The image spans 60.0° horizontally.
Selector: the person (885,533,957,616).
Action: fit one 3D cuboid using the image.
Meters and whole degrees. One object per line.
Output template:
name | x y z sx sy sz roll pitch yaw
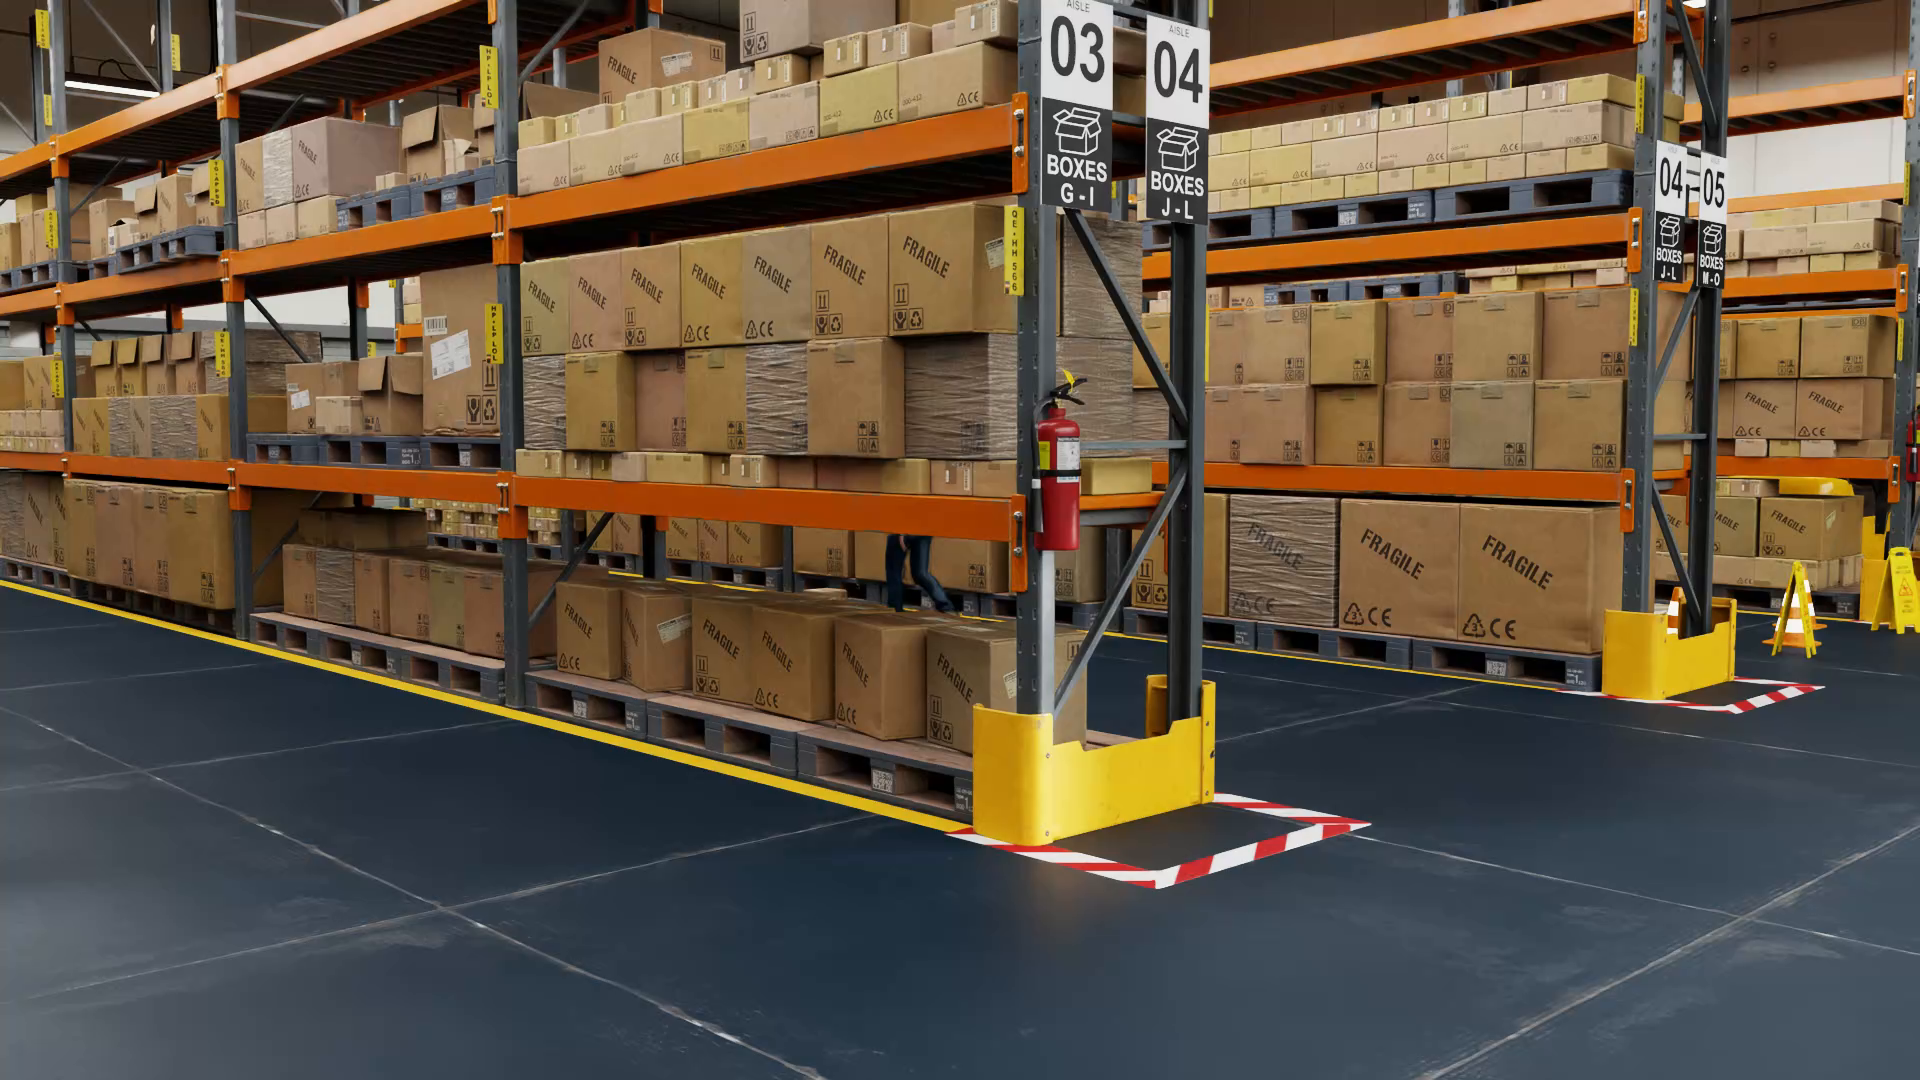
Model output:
person | -0.343 -0.073 12.354 0.866 1.550 0.436 4 6 43
